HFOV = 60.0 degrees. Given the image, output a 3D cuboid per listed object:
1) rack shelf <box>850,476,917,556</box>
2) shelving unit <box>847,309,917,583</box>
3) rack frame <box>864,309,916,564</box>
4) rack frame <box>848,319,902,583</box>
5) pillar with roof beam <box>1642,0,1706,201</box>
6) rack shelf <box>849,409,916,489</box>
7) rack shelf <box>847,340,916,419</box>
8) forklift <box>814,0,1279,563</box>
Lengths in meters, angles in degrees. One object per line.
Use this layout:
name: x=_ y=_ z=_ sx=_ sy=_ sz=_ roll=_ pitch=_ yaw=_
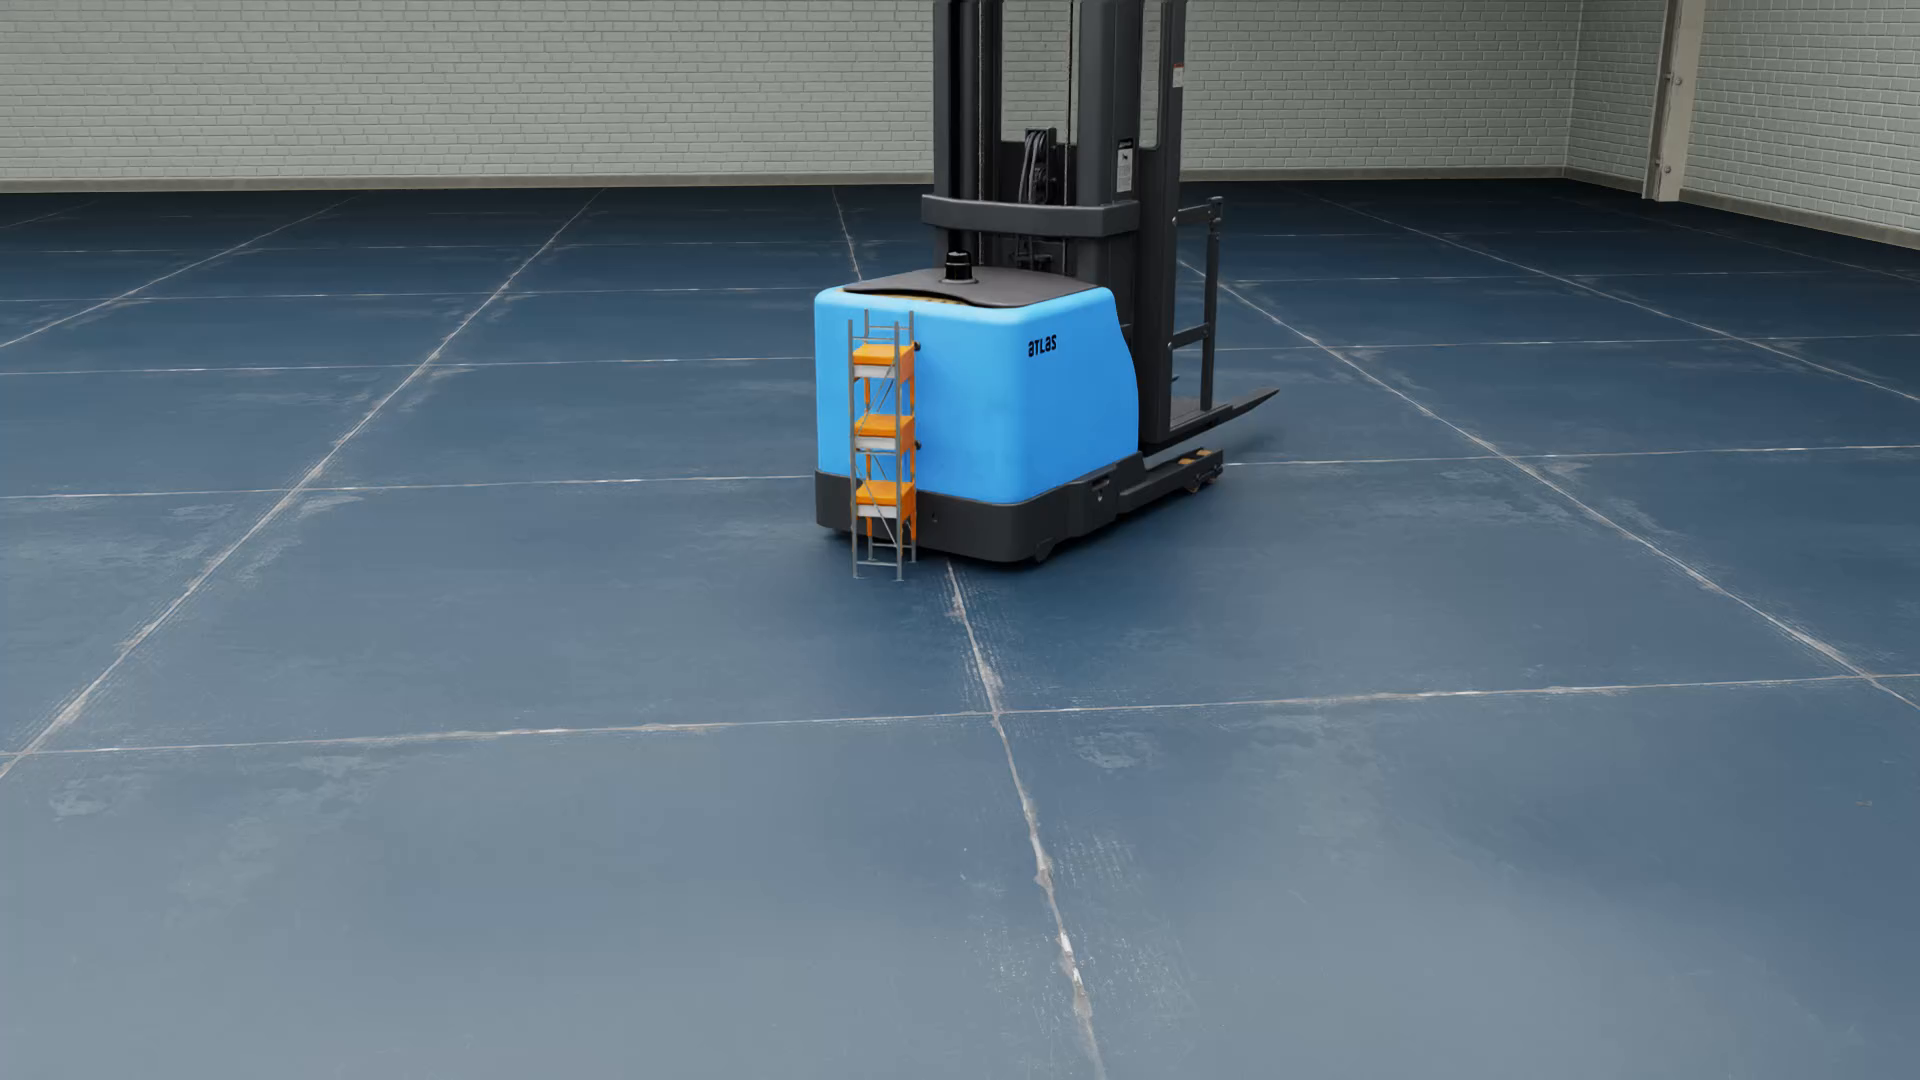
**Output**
rack shelf: x=-0.306 y=-0.099 z=6.702 sx=0.215 sy=0.259 sz=0.240 roll=4 pitch=18 yaw=11
shelving unit: x=-0.306 y=-0.374 z=6.615 sx=0.215 sy=1.050 sz=0.252 roll=4 pitch=18 yaw=11
rack frame: x=-0.281 y=-0.410 z=6.729 sx=0.200 sy=1.050 sz=0.008 roll=4 pitch=18 yaw=11
rack frame: x=-0.330 y=-0.338 z=6.501 sx=0.200 sy=1.050 sz=0.008 roll=4 pitch=18 yaw=11
pillar with roof beam: x=4.415 y=-8.383 z=18.857 sx=9.100 sy=9.000 sz=0.400 roll=-2 pitch=18 yaw=-6
rack shelf: x=-0.306 y=-0.364 z=6.618 sx=0.215 sy=0.259 sz=0.240 roll=4 pitch=18 yaw=11
rack shelf: x=-0.306 y=-0.635 z=6.533 sx=0.215 sy=0.259 sz=0.240 roll=4 pitch=18 yaw=11
forklift: x=0.618 y=-1.691 z=7.670 sx=1.130 sy=2.935 sz=3.031 roll=11 pitch=21 yaw=32
